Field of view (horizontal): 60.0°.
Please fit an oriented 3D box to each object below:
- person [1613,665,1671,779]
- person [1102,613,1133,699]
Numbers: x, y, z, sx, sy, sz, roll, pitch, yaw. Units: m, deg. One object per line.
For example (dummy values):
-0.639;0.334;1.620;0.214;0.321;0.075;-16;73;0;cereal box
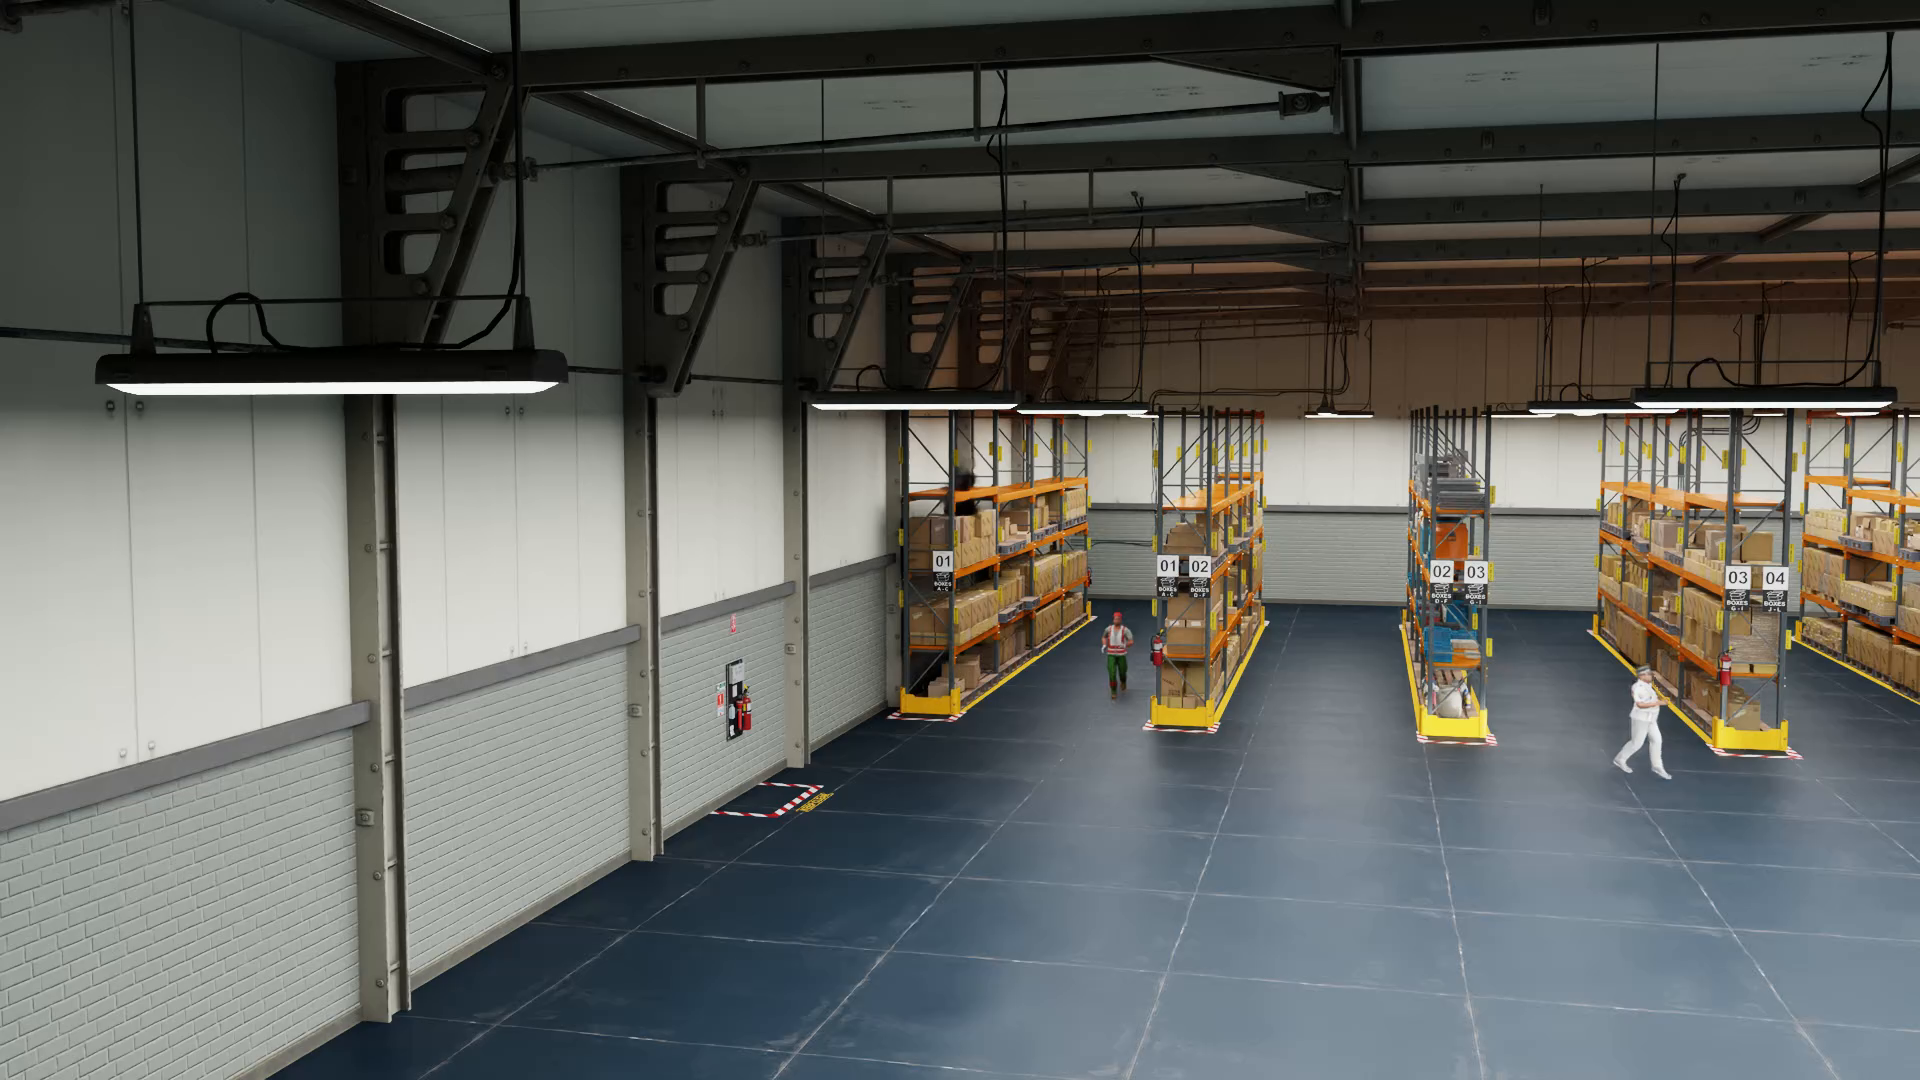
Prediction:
10.981;2.907;26.744;0.868;1.826;0.653;3;5;39;person
3.248;2.377;34.404;0.669;1.760;0.868;1;4;13;person
